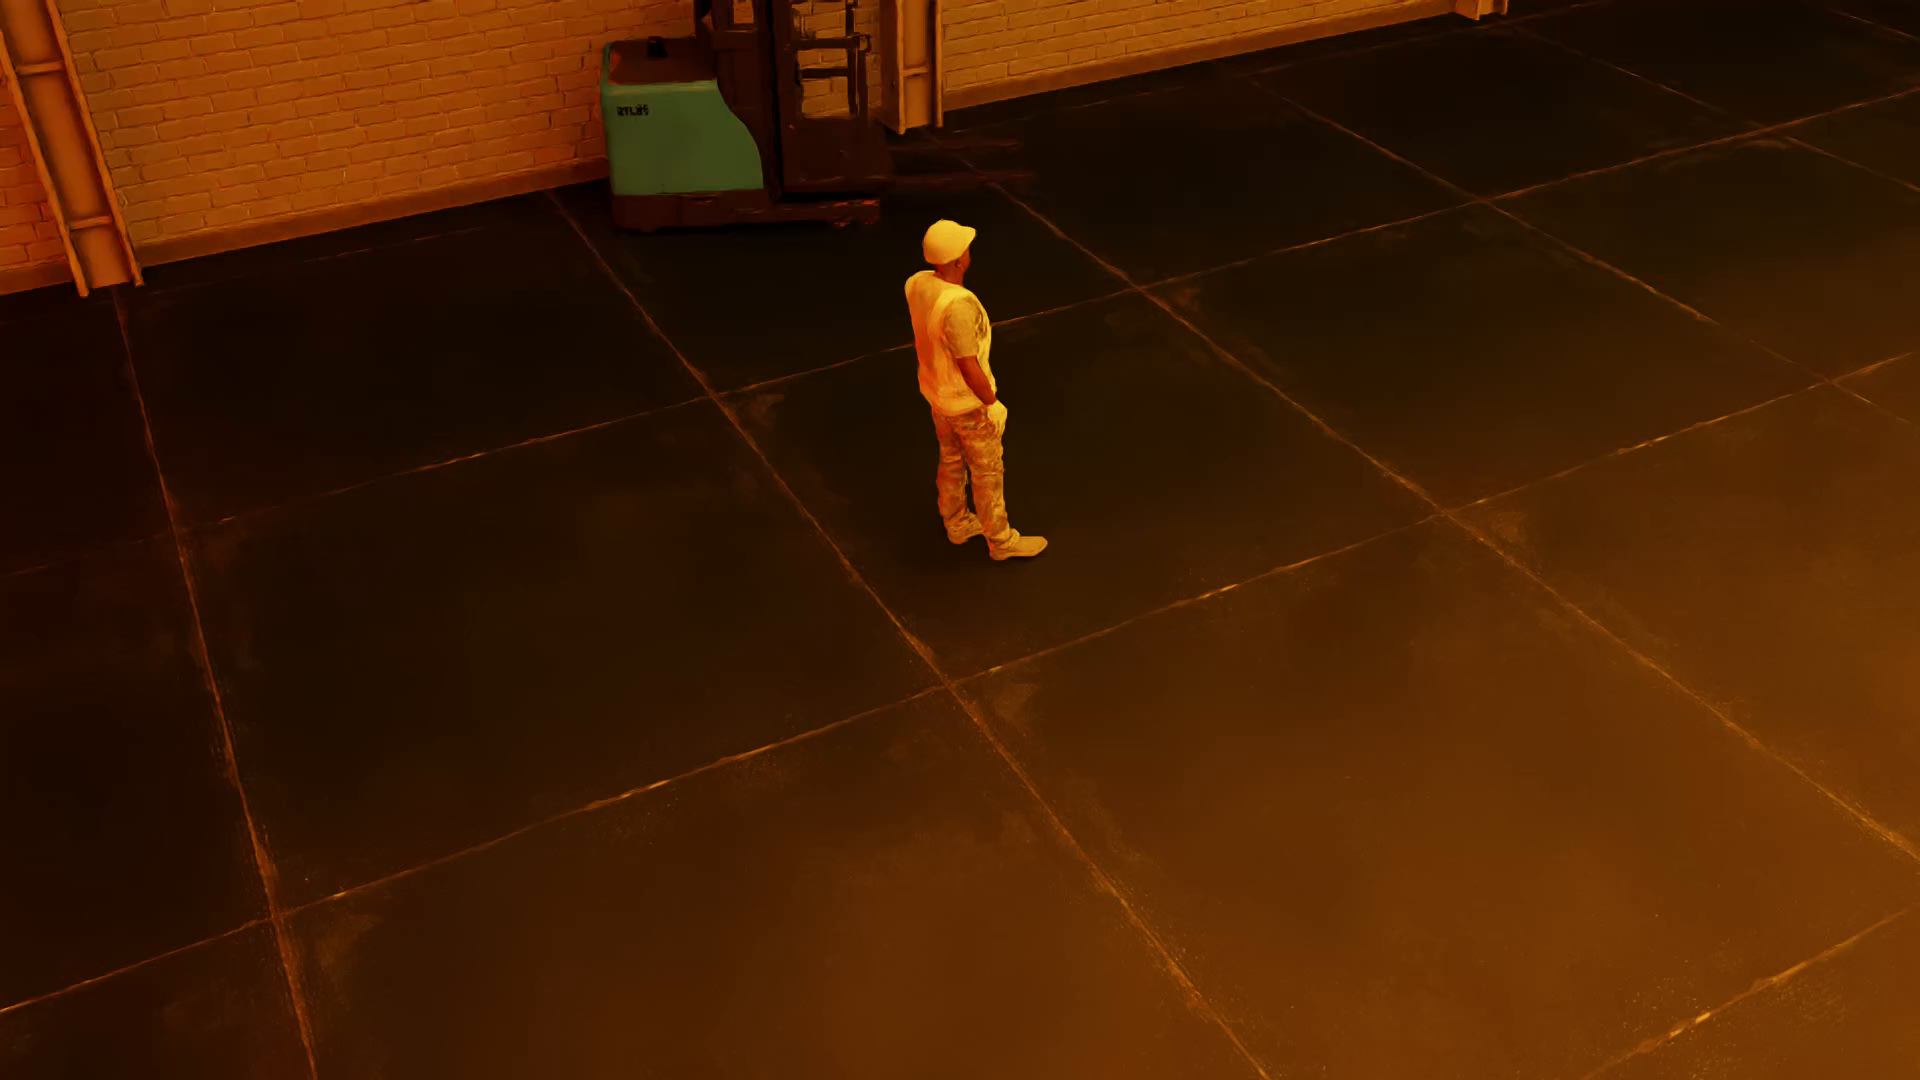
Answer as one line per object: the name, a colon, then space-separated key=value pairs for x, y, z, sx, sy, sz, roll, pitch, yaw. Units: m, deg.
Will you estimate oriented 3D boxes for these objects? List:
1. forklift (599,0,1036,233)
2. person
forklift: x=-0.993 y=-3.728 z=11.398 sx=3.031 sy=2.935 sz=1.130 roll=-5 pitch=36 yaw=-7
person: x=0.067 y=-0.749 z=8.166 sx=0.576 sy=1.782 sz=0.655 roll=-17 pitch=39 yaw=-23
